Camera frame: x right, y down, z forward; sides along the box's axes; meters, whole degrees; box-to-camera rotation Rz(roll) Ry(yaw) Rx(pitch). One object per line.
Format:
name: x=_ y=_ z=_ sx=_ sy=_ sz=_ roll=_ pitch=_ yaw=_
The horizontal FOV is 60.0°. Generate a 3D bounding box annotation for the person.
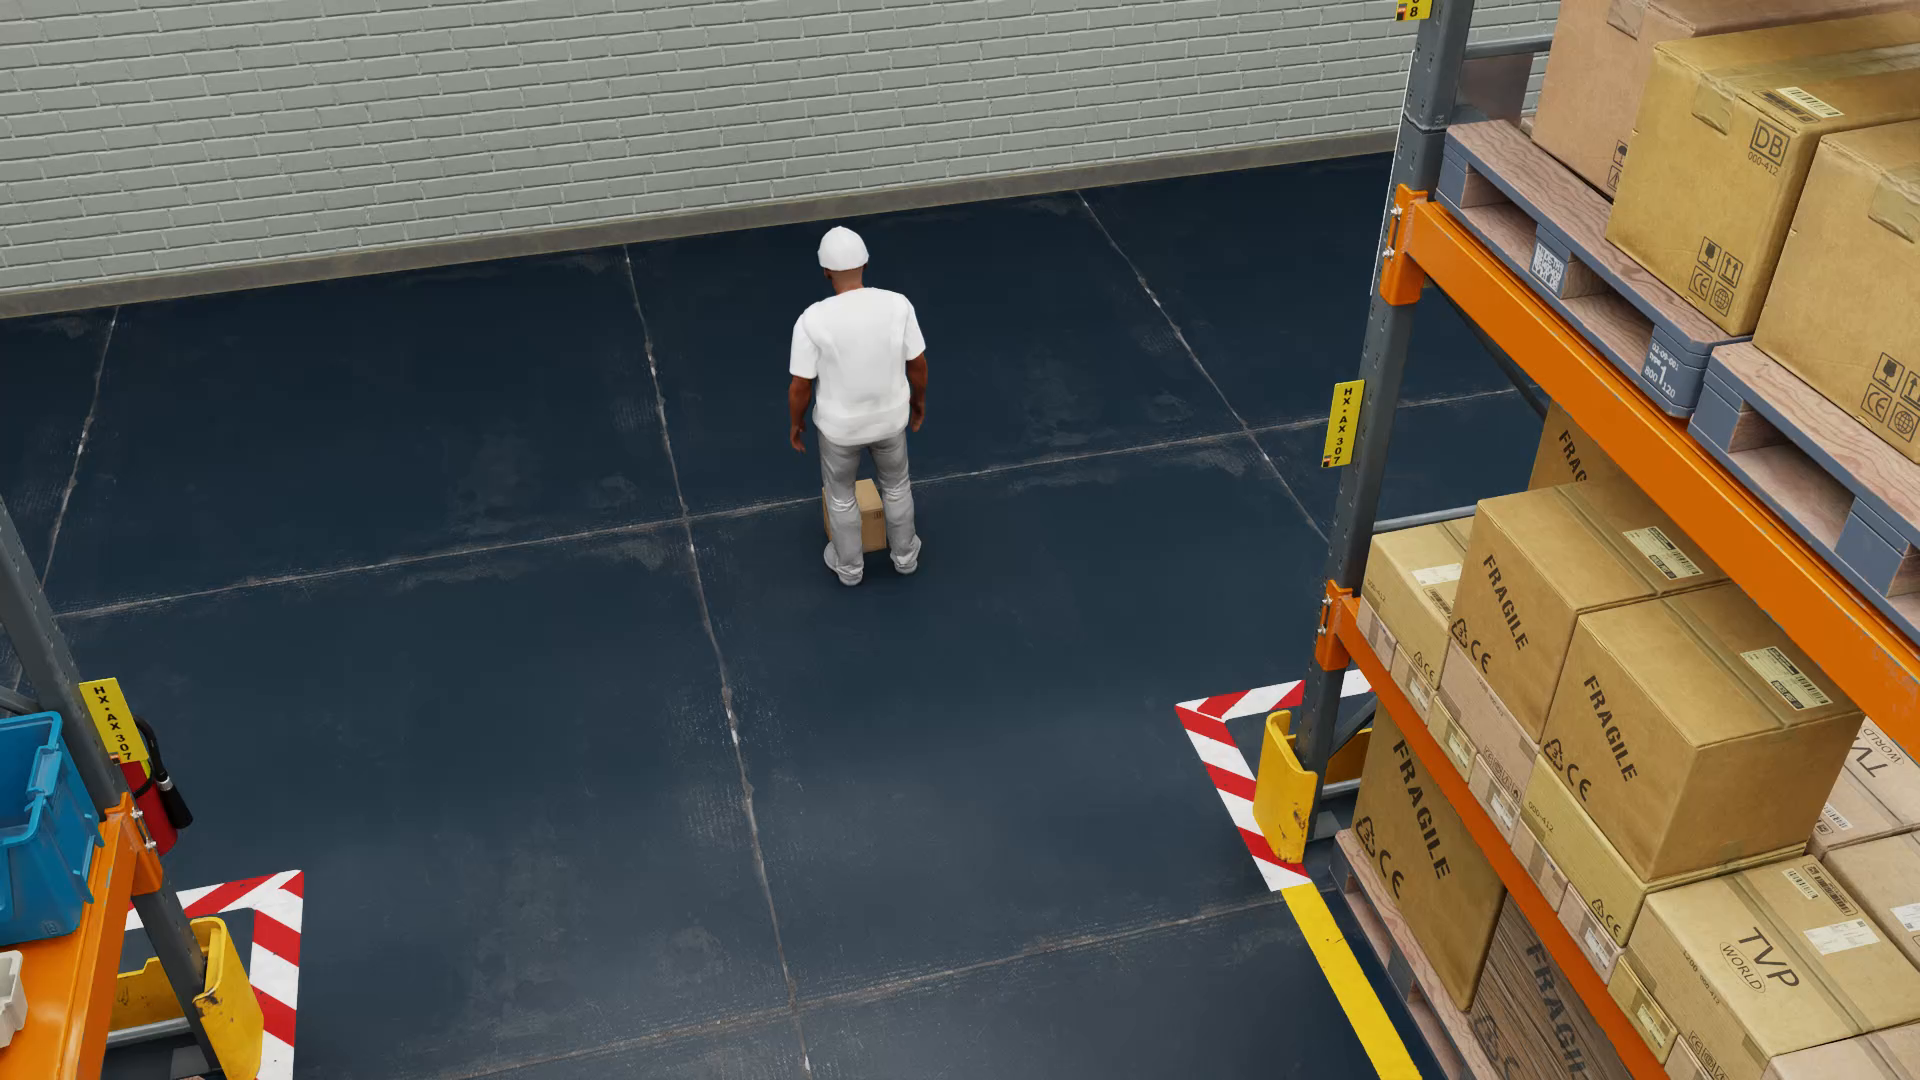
person: x=-0.451 y=-0.569 z=7.428 sx=0.637 sy=1.761 sz=0.456 roll=-11 pitch=39 yaw=-14
